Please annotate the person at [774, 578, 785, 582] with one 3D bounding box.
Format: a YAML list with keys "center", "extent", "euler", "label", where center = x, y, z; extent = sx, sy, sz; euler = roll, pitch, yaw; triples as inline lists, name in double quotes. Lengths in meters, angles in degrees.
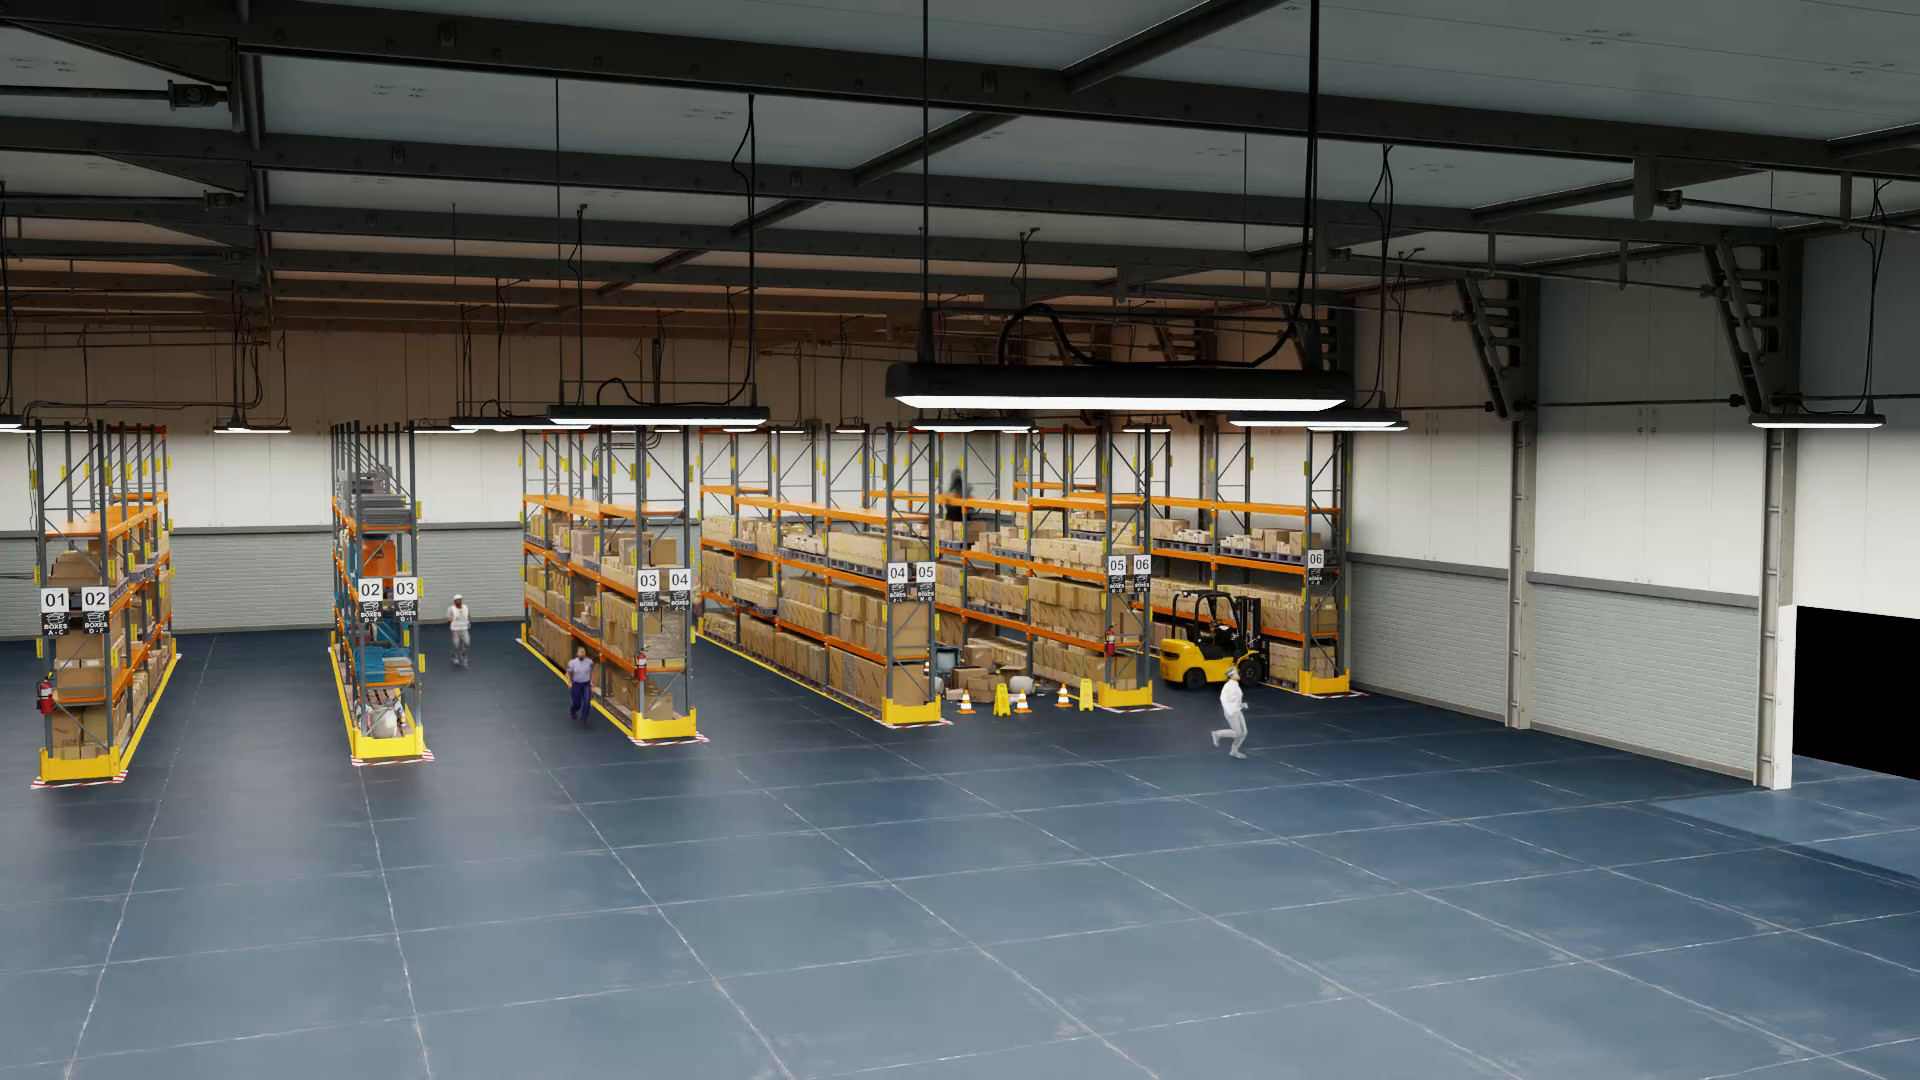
- center: [-5.562, 1.752, 50.062]
  extent: [0.706, 1.732, 0.630]
  euler: [-2, 4, -24]
  label: "person"

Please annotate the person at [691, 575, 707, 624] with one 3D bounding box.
- center: [-7.694, 1.844, 48.840]
  extent: [0.918, 1.662, 0.603]
  euler: [-2, 4, -30]
  label: "person"

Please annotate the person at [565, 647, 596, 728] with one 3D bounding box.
- center: [-7.474, 2.890, 32.776]
  extent: [0.592, 1.602, 0.580]
  euler: [-2, 4, -24]
  label: "person"

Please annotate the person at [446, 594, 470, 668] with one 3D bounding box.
- center: [-12.396, 2.261, 41.201]
  extent: [0.659, 1.828, 0.716]
  euler: [-2, 4, -33]
  label: "person"

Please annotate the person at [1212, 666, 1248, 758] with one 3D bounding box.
- center: [4.826, 3.052, 29.668]
  extent: [0.588, 1.637, 0.622]
  euler: [2, 4, 28]
  label: "person"
